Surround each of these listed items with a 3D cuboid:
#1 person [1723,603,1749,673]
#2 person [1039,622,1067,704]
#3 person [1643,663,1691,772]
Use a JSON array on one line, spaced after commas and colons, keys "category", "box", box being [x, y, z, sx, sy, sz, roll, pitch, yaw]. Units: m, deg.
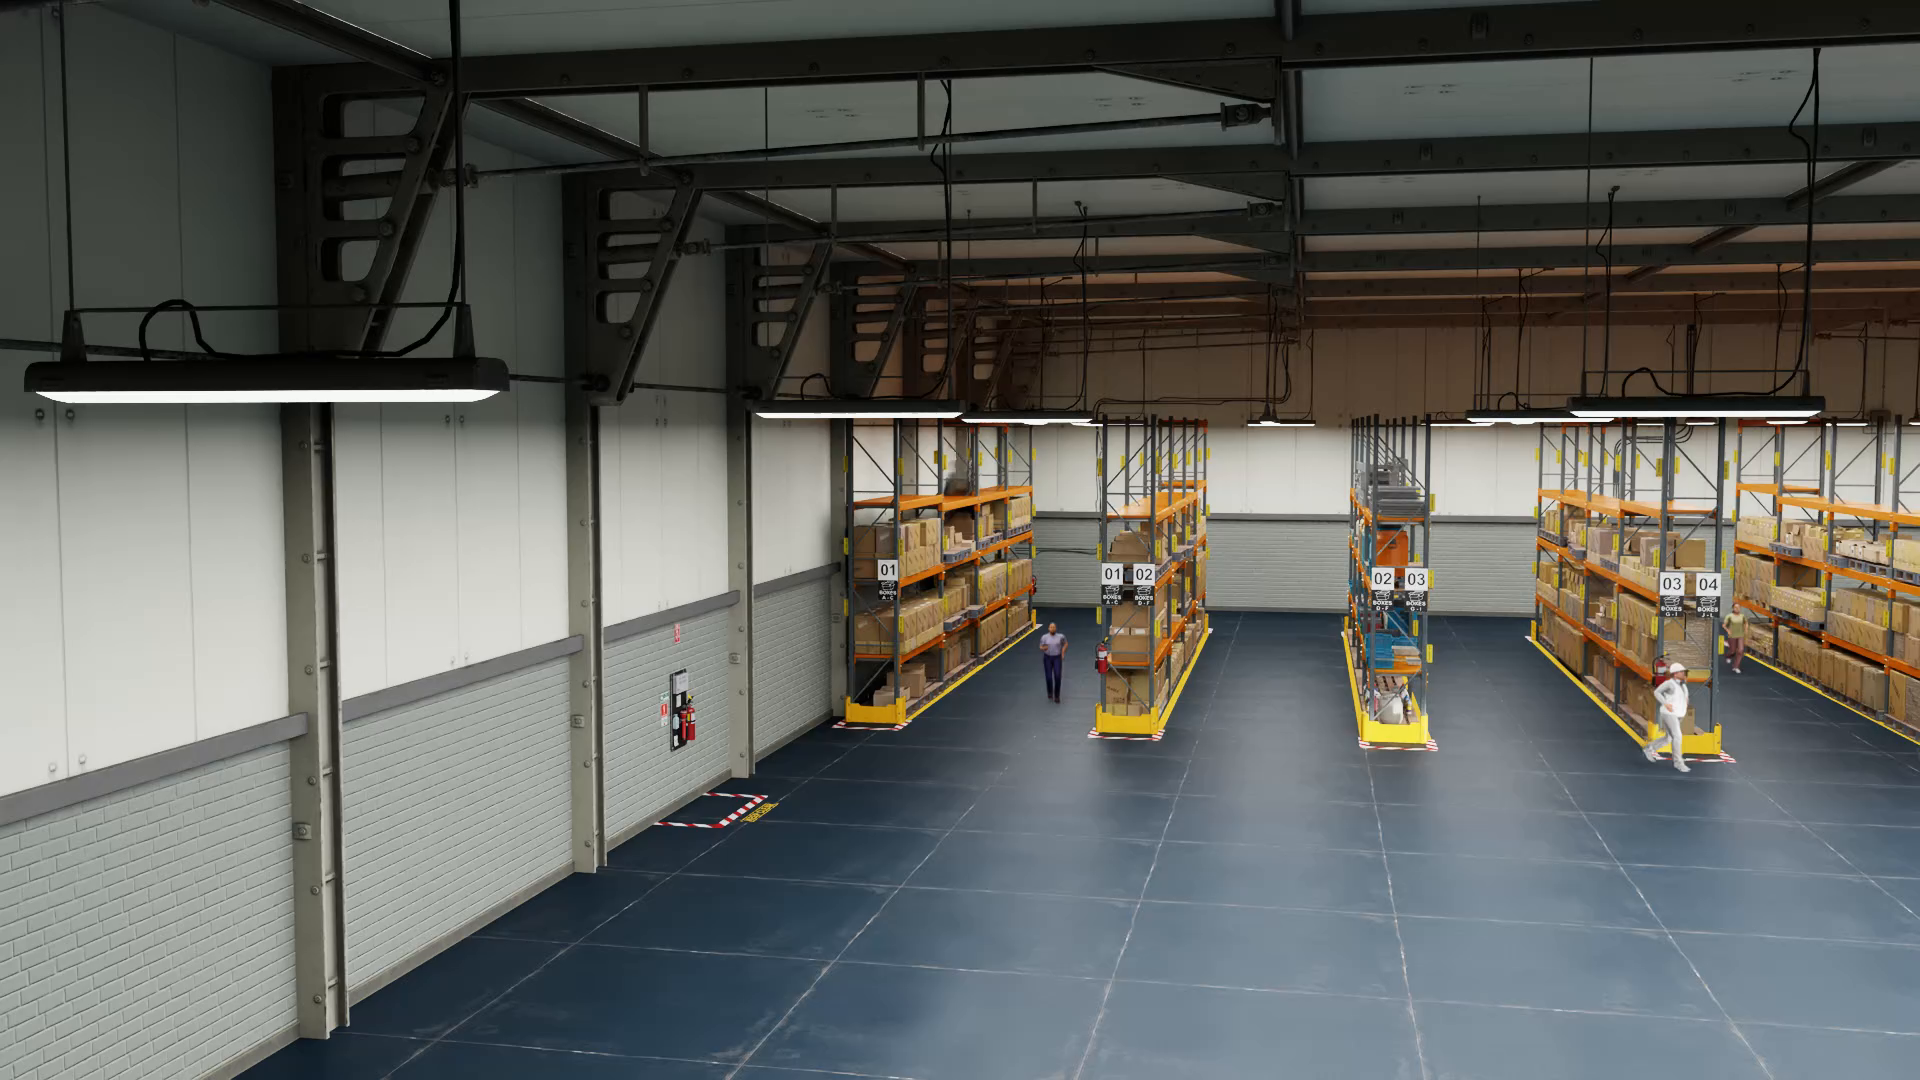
[{"category": "person", "box": [18.385, 2.299, 39.385, 0.593, 1.637, 0.771, 1, 4, 10]}, {"category": "person", "box": [1.951, 2.578, 34.944, 0.585, 1.700, 0.708, 0, 4, 6]}, {"category": "person", "box": [12.105, 2.972, 28.250, 0.665, 1.773, 0.905, -3, 5, -39]}]
